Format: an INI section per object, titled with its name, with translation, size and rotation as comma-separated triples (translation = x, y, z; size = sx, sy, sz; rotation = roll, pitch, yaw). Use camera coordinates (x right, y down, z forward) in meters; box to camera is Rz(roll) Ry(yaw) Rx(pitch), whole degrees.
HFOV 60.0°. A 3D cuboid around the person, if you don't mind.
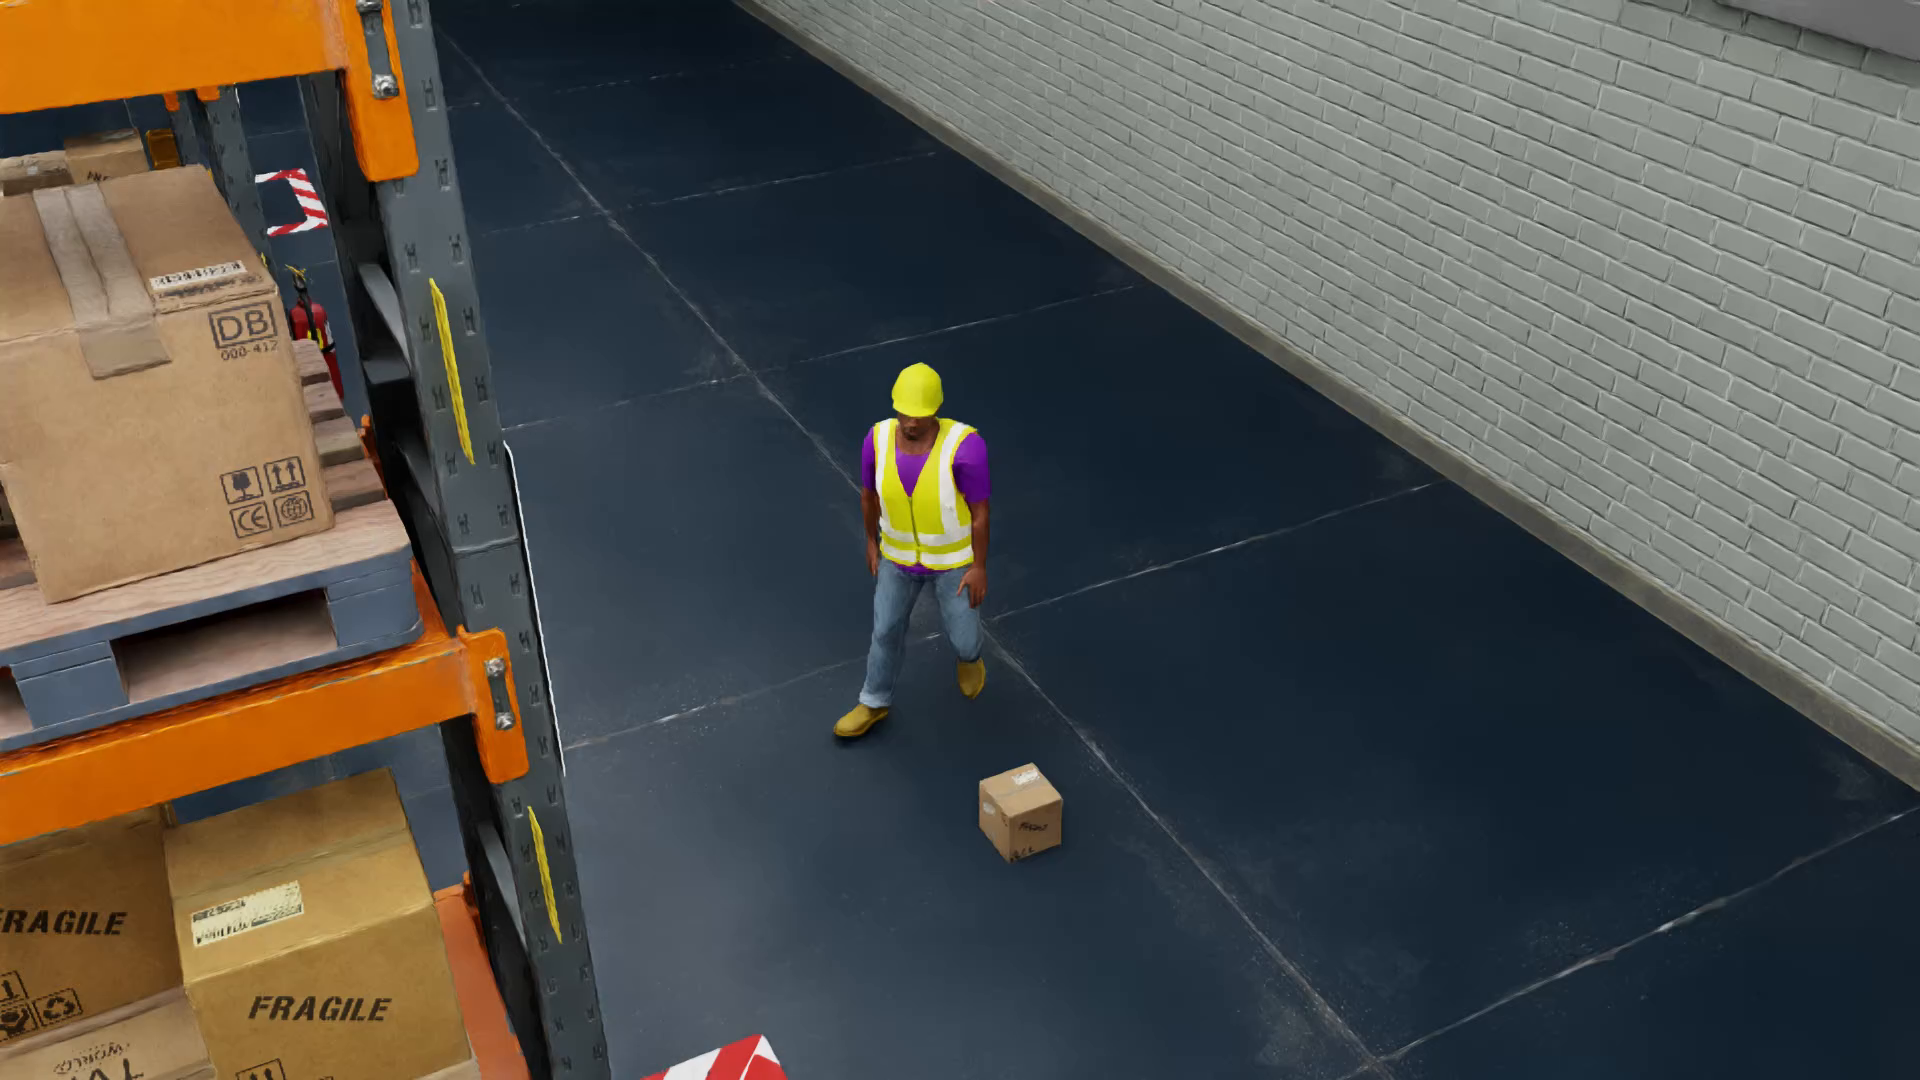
[person]
translation = -0.169, 0.033, 7.036
size = 0.658, 1.761, 0.624
rotation = 9, 34, 14
